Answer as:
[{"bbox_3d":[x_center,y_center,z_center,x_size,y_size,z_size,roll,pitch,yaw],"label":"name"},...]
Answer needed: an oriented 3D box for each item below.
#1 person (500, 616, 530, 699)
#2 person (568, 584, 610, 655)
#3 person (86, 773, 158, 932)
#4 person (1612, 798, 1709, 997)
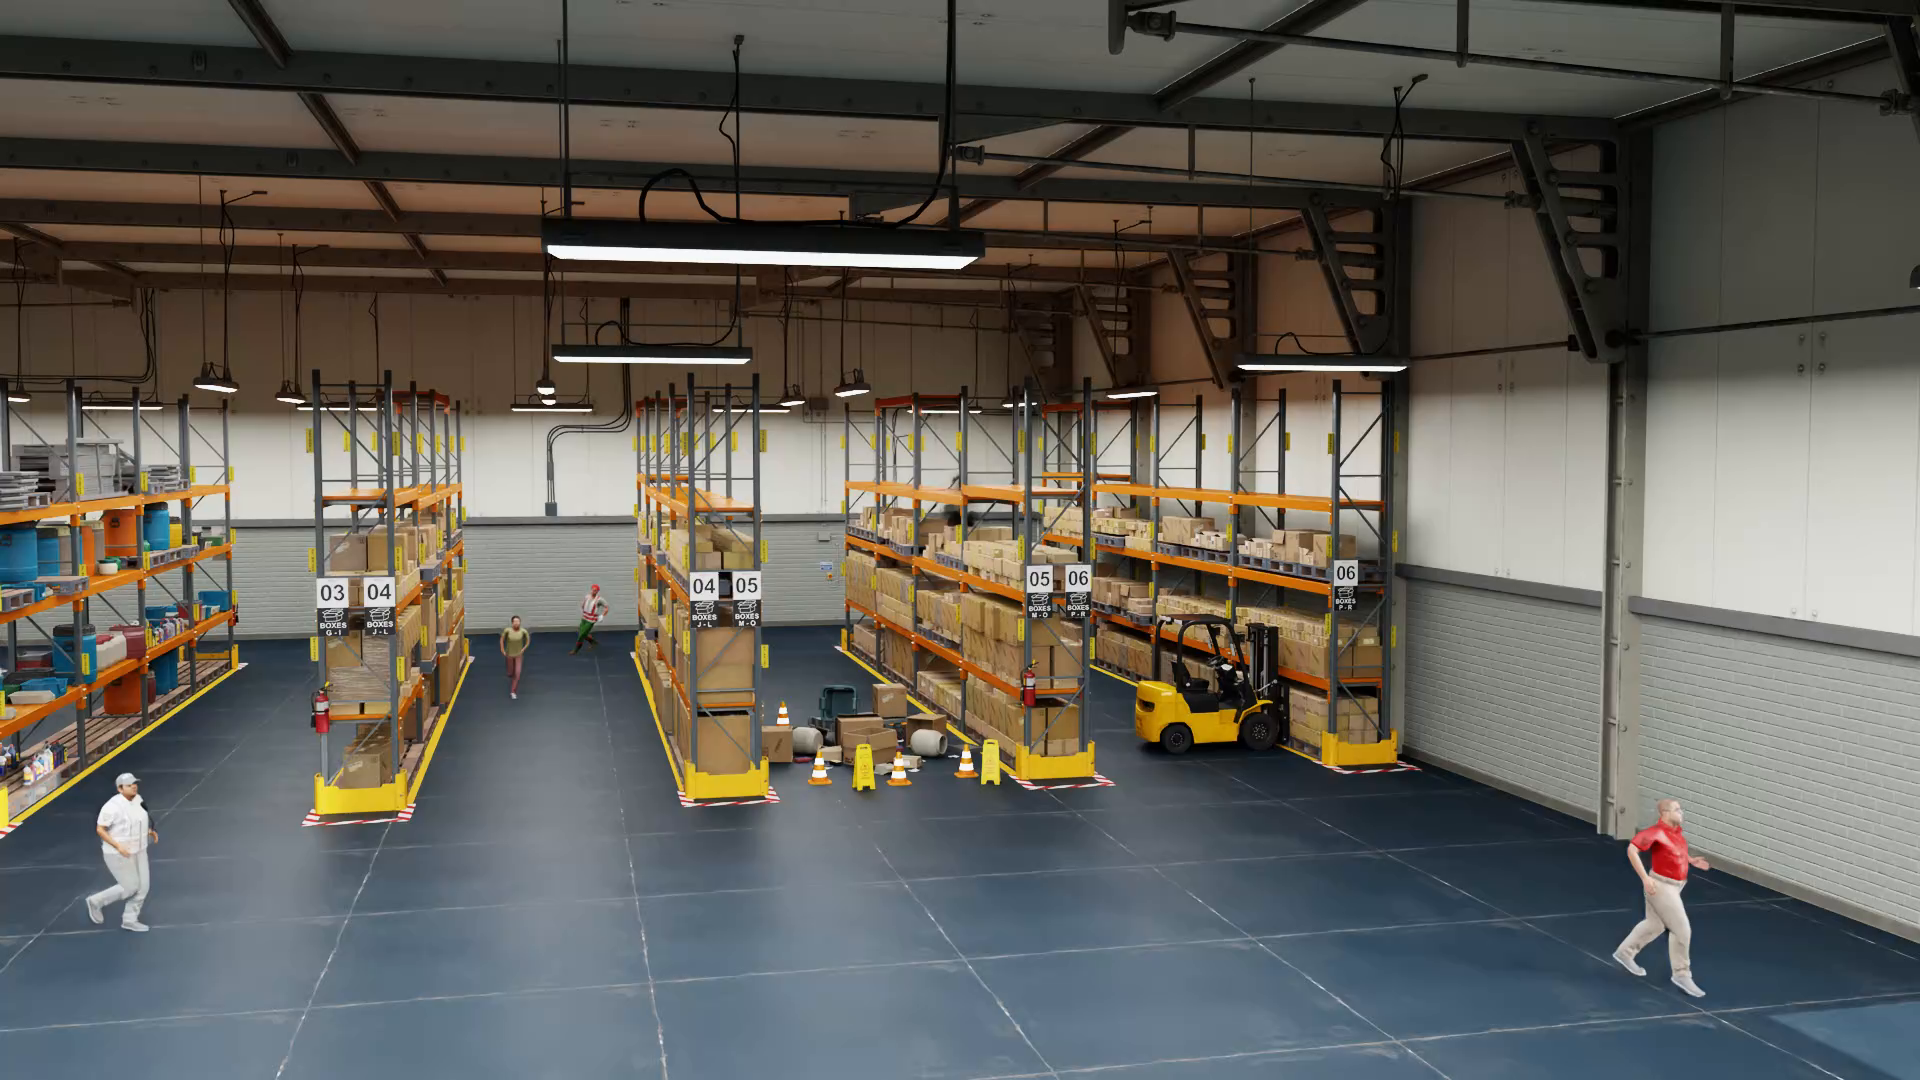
[{"bbox_3d":[-8.834,2.302,33.047,0.584,1.629,0.741,-1,3,-13],"label":"person"},{"bbox_3d":[-8.801,1.887,39.520,0.770,1.693,0.785,2,4,37],"label":"person"},{"bbox_3d":[-8.617,3.208,17.144,0.603,1.644,0.603,1,3,13],"label":"person"},{"bbox_3d":[6.481,3.257,15.371,0.851,1.771,0.650,2,4,34],"label":"person"}]
